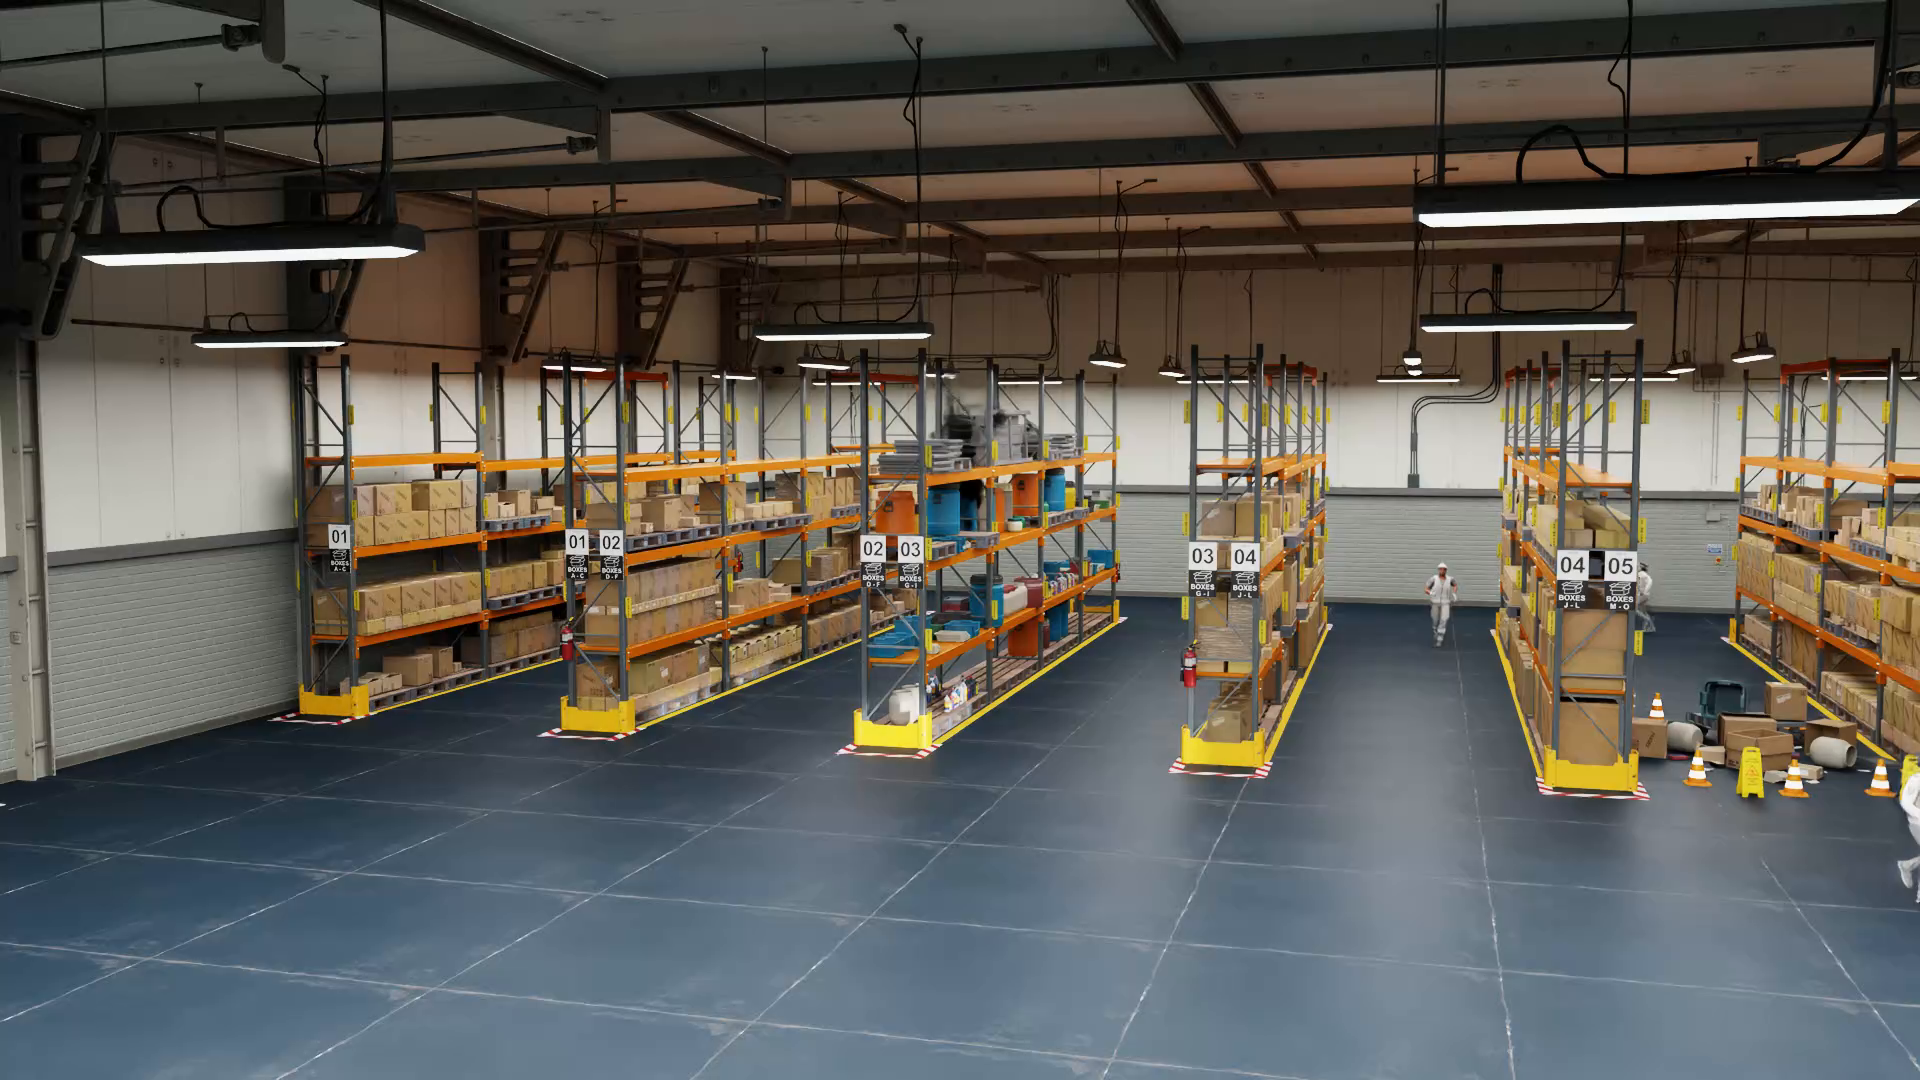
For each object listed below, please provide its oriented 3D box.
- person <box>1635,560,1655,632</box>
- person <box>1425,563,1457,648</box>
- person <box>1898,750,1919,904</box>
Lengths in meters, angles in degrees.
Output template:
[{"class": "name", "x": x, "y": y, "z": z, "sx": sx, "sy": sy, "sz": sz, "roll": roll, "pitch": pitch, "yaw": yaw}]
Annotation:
[{"class": "person", "x": 15.685, "y": 1.294, "z": 38.347, "sx": 0.701, "sy": 1.650, "sz": 0.646, "roll": 2, "pitch": 5, "yaw": 21}, {"class": "person", "x": 10.437, "y": 1.393, "z": 36.104, "sx": 0.693, "sy": 1.790, "sz": 1.024, "roll": 1, "pitch": 4, "yaw": 15}, {"class": "person", "x": 9.858, "y": 2.899, "z": 17.009, "sx": 0.667, "sy": 1.643, "sz": 0.565, "roll": -2, "pitch": 5, "yaw": -26}]
